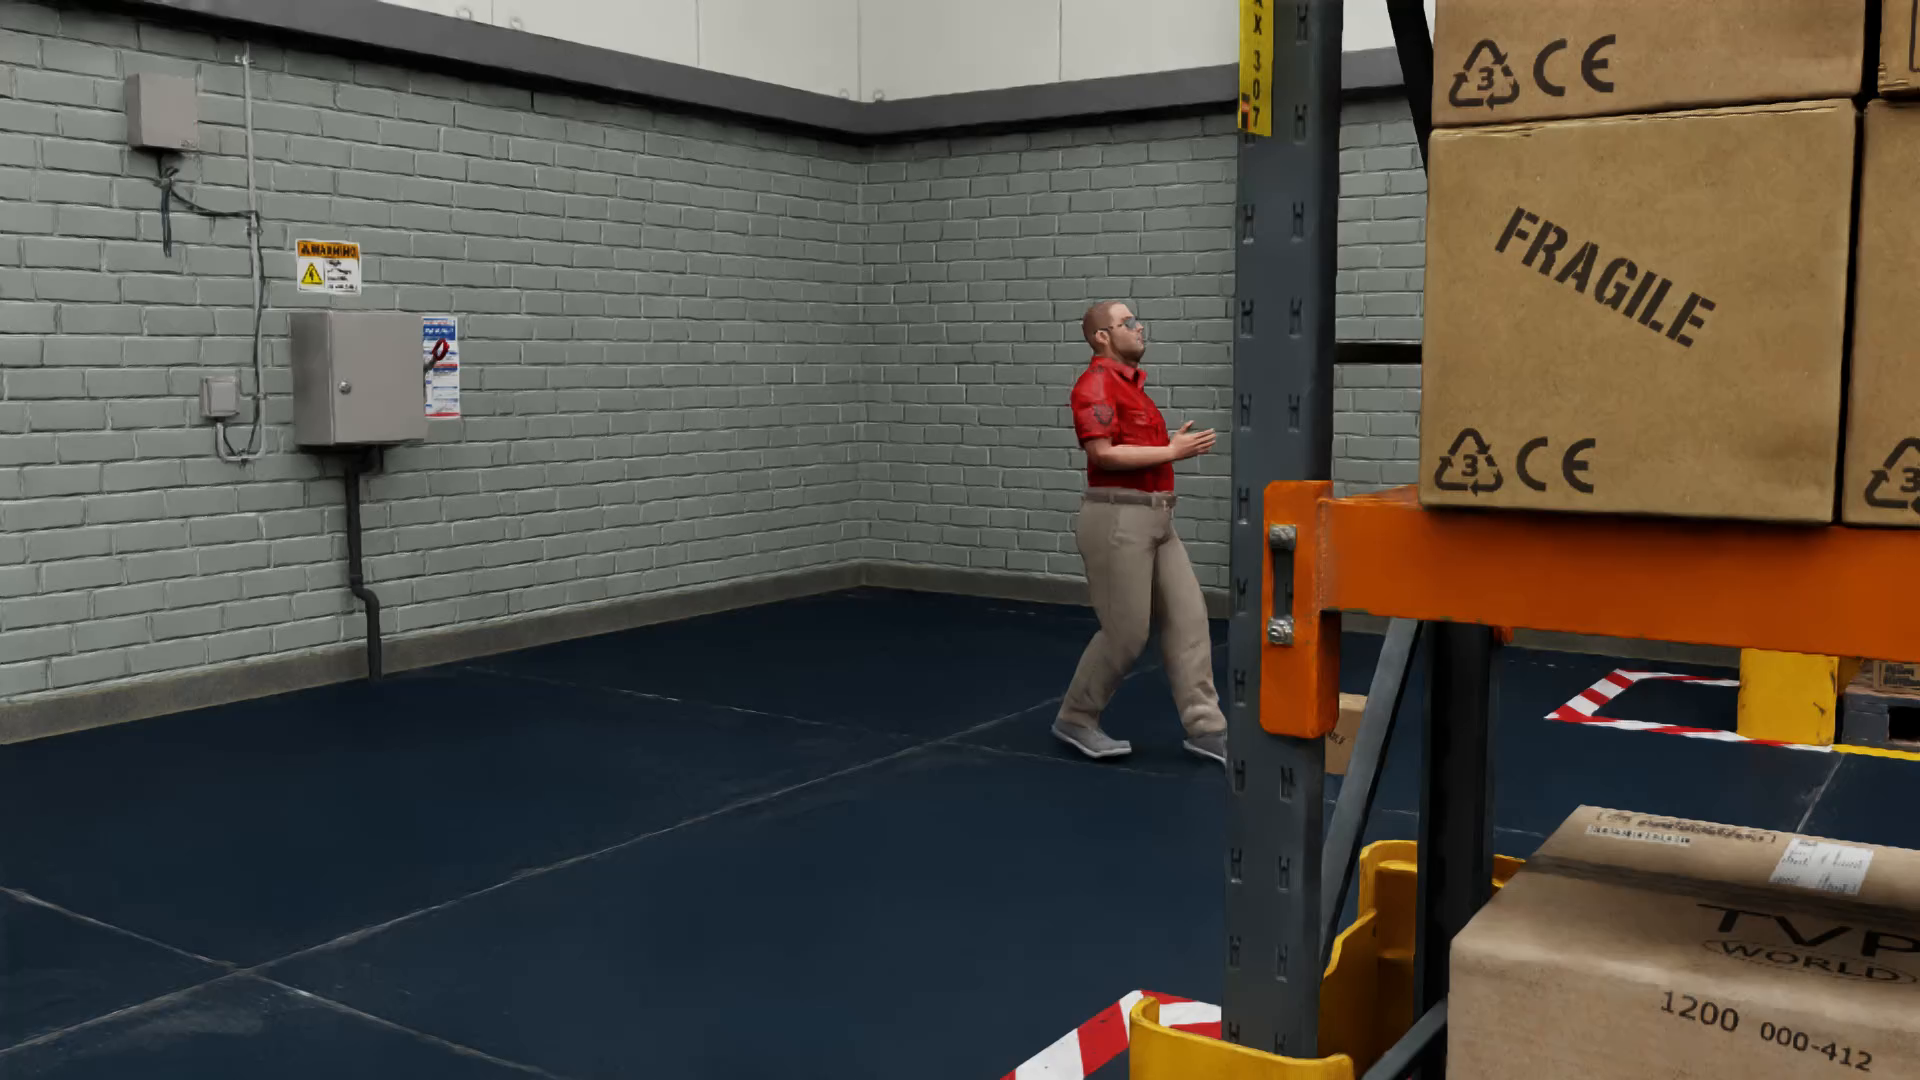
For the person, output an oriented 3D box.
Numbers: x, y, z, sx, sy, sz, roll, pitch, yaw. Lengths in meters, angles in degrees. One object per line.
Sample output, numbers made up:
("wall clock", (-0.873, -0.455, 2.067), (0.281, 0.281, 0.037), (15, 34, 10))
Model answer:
("person", (0.704, -0.012, 6.124), (0.851, 1.730, 0.622), (4, 7, 30))
